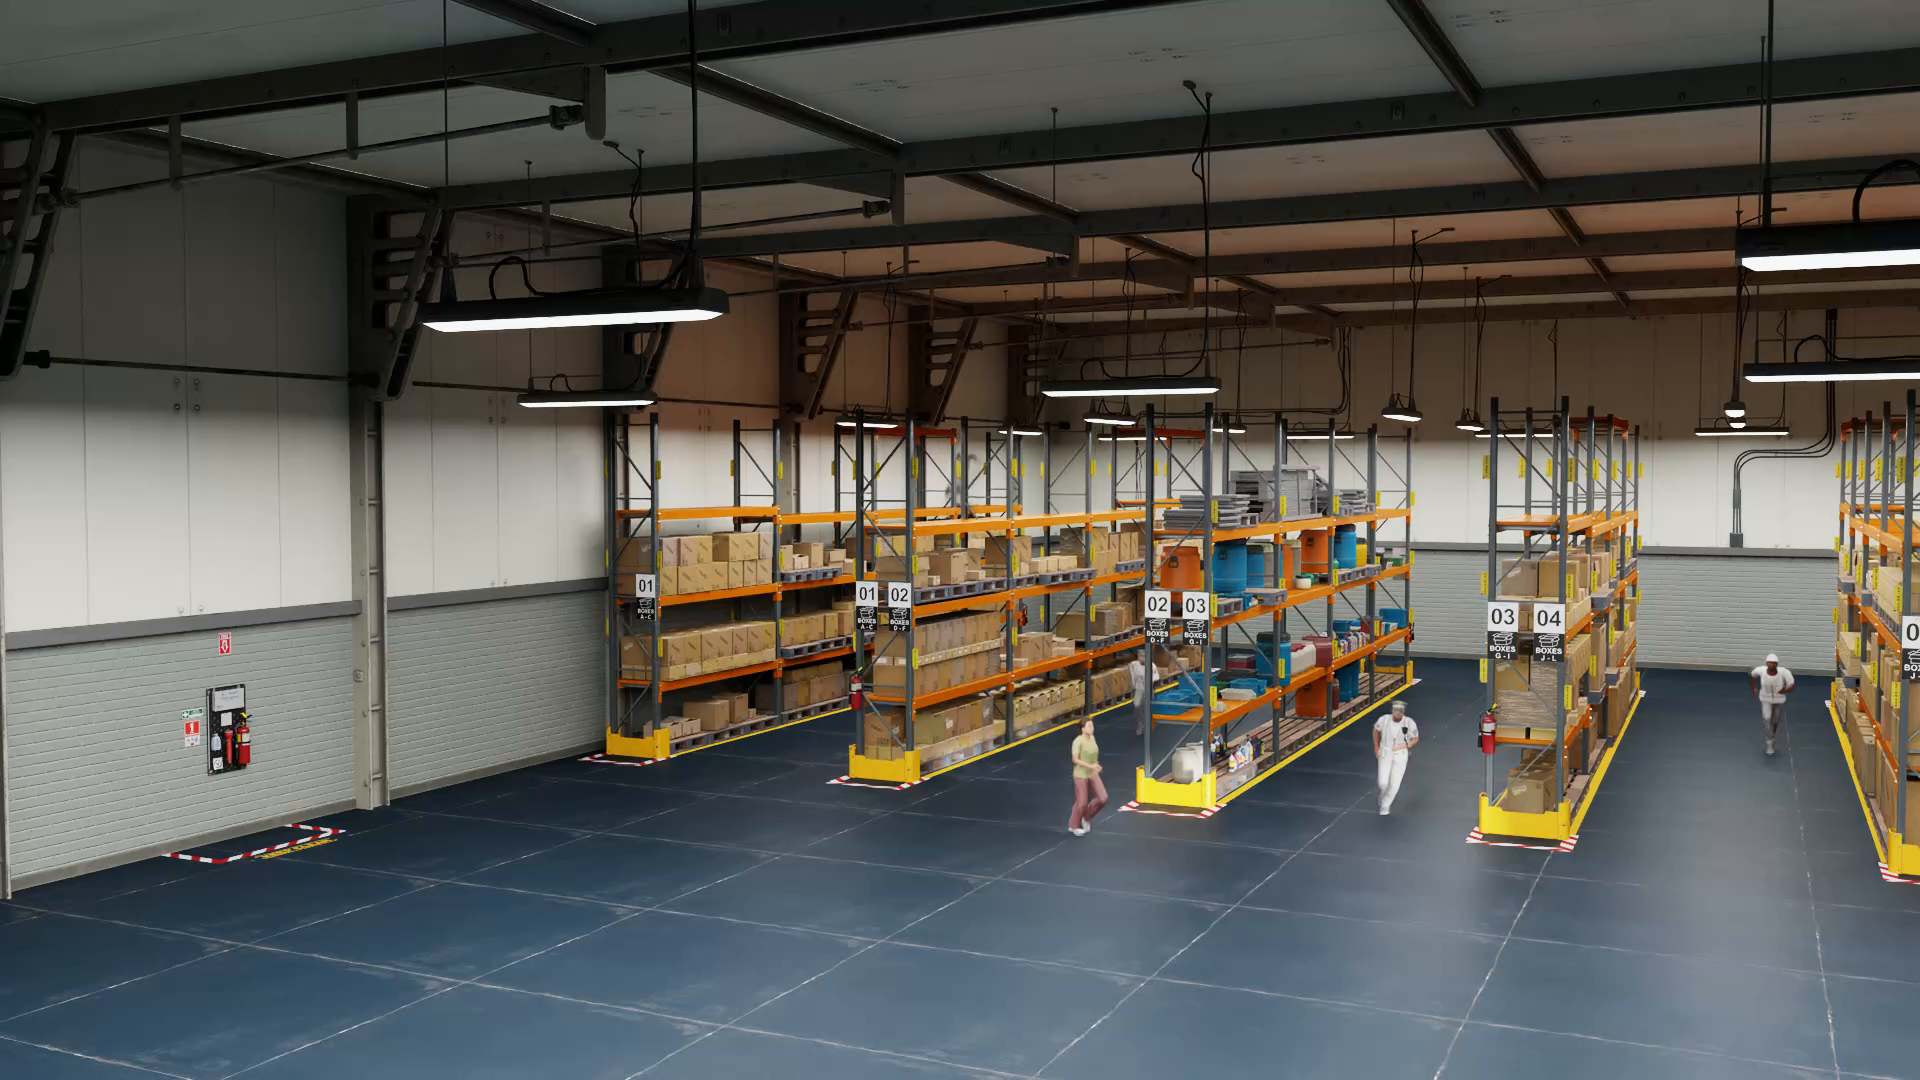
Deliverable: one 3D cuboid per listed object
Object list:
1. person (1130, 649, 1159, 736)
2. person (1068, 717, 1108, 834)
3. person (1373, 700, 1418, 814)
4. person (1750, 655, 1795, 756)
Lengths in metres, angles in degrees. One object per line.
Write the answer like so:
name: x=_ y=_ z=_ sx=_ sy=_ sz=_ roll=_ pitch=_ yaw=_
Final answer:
person: x=3.479 y=2.857 z=31.395 sx=0.602 sy=1.649 sz=0.887 roll=1 pitch=2 yaw=14
person: x=1.736 y=3.220 z=22.666 sx=0.552 sy=1.627 sz=0.679 roll=-2 pitch=3 yaw=-40
person: x=6.327 y=3.147 z=24.169 sx=0.635 sy=1.700 sz=0.642 roll=1 pitch=2 yaw=12
person: x=14.451 y=2.895 z=29.587 sx=0.699 sy=1.768 sz=1.083 roll=1 pitch=3 yaw=20
